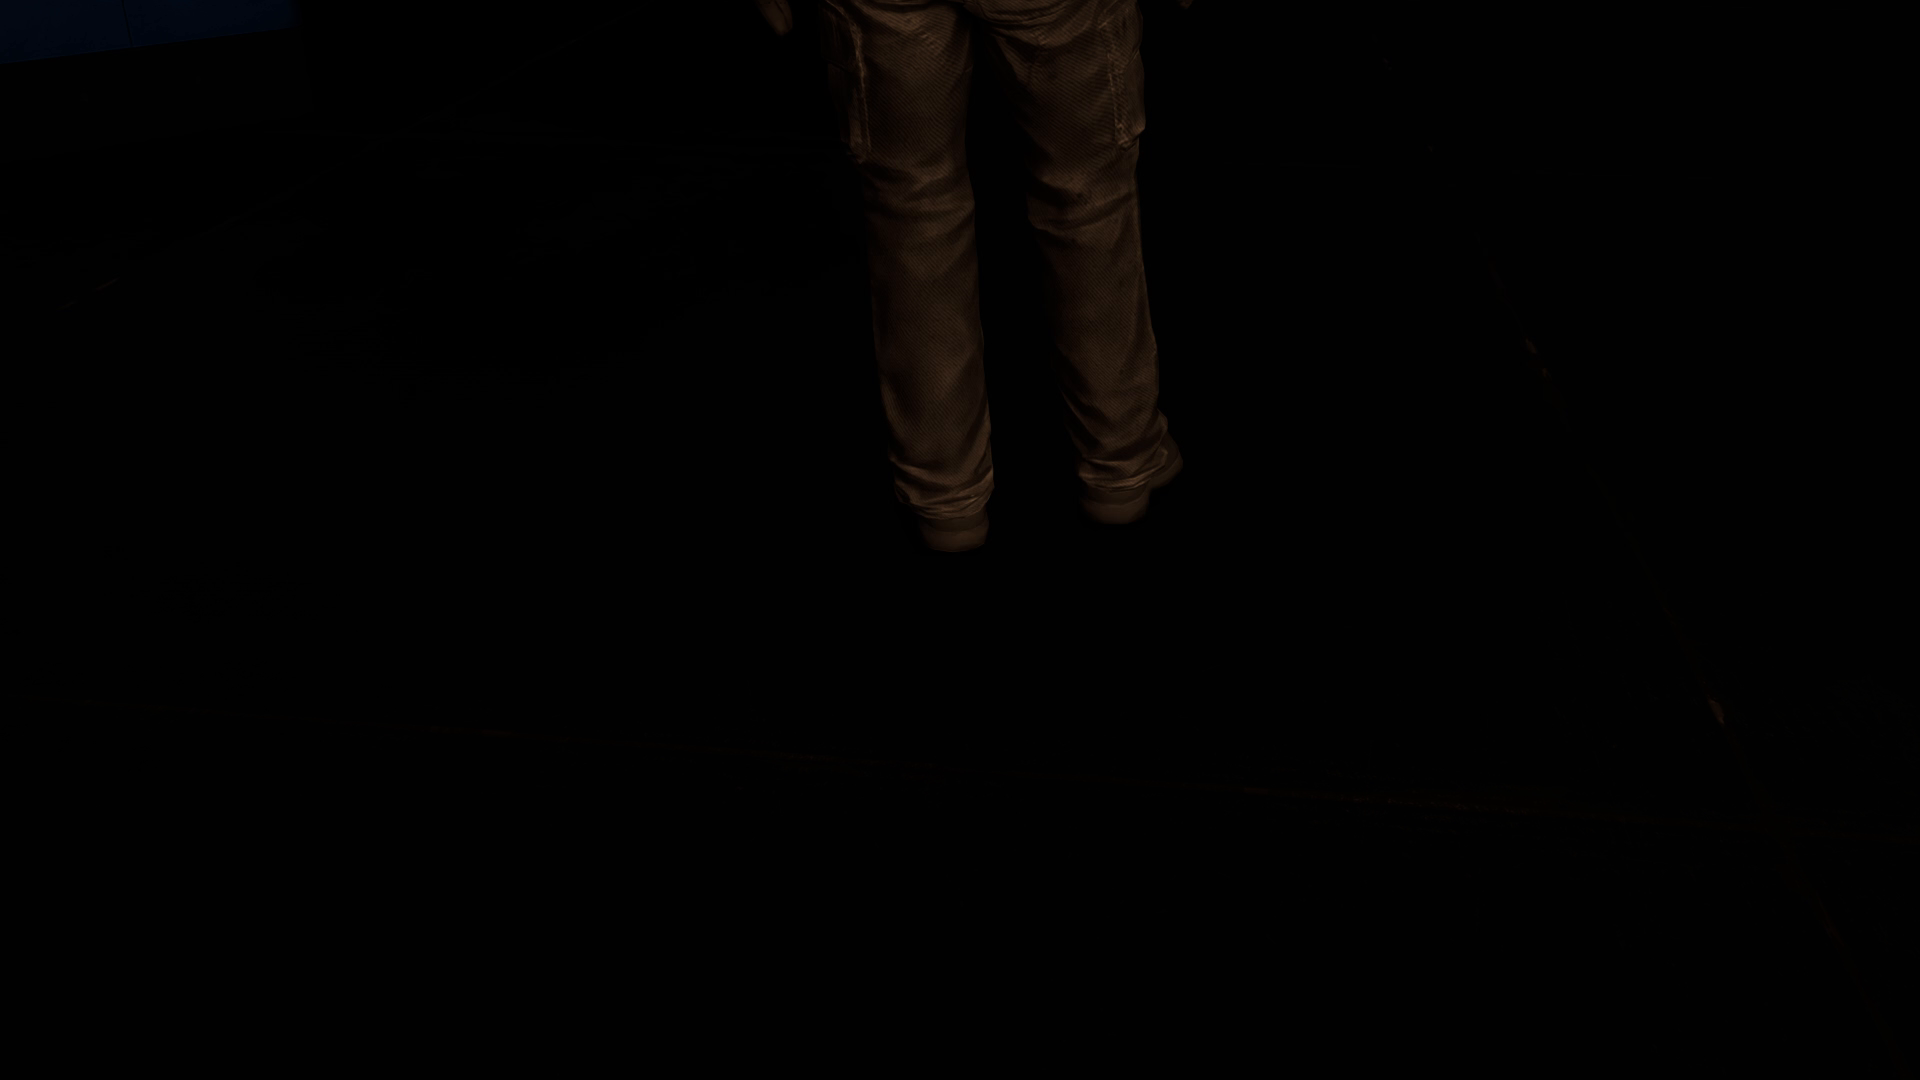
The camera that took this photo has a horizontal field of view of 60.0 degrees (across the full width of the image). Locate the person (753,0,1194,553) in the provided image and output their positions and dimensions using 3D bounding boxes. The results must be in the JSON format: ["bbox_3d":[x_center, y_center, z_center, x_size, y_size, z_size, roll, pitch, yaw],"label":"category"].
[{"bbox_3d":[0.018,-0.836,2.162,0.657,1.785,0.575,3,27,7],"label":"person"}]

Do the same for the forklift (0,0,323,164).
[{"bbox_3d":[-3.261,-2.813,4.855,3.031,2.935,1.130,24,35,39],"label":"forklift"}]
